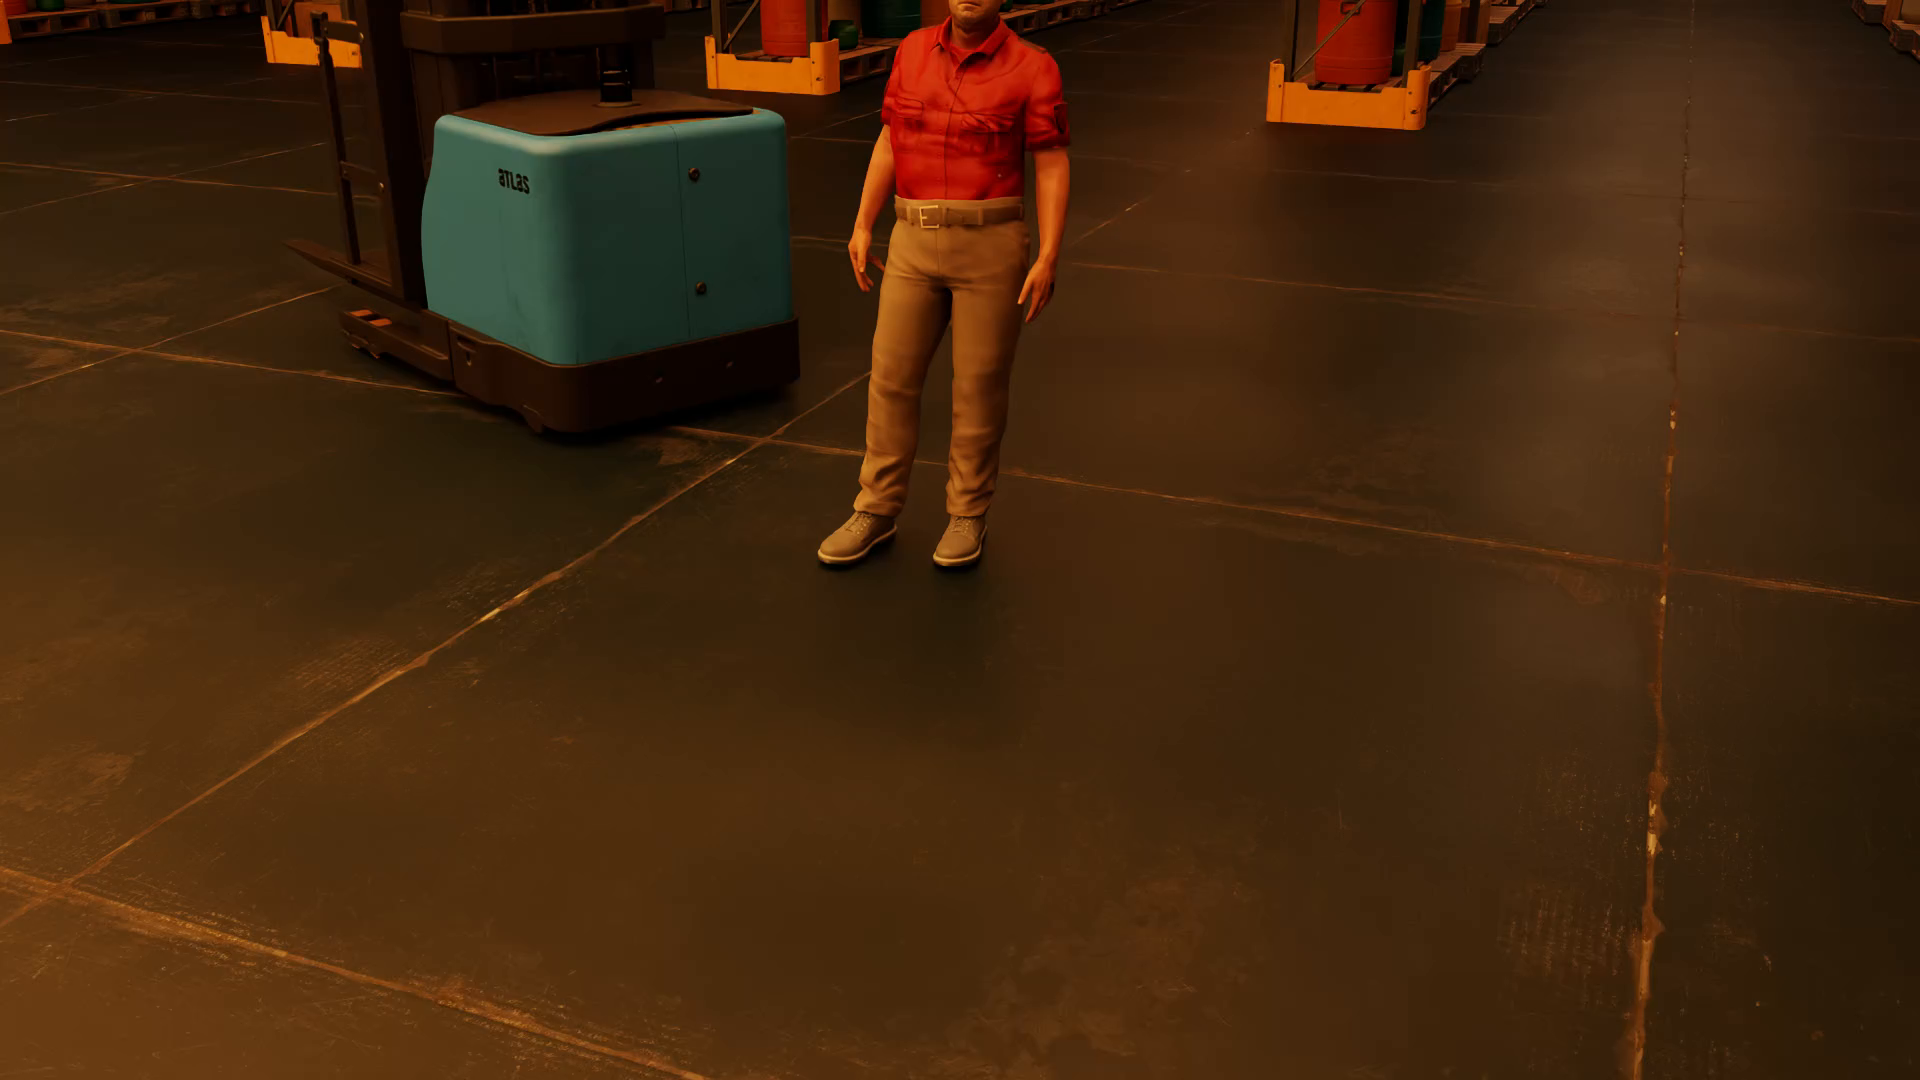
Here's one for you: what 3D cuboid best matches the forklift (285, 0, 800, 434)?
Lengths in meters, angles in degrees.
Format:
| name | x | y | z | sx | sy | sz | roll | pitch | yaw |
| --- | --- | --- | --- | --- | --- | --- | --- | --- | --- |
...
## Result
| name | x | y | z | sx | sy | sz | roll | pitch | yaw |
| --- | --- | --- | --- | --- | --- | --- | --- | --- | --- |
| forklift | -1.966 | -2.215 | 6.592 | 1.130 | 2.935 | 3.031 | -19 | 29 | -38 |

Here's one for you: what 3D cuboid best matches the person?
| name | x | y | z | sx | sy | sz | roll | pitch | yaw |
| --- | --- | --- | --- | --- | --- | --- | --- | --- | --- |
| person | -0.045 | -0.775 | 4.684 | 0.641 | 1.728 | 0.550 | 9 | 24 | 21 |
